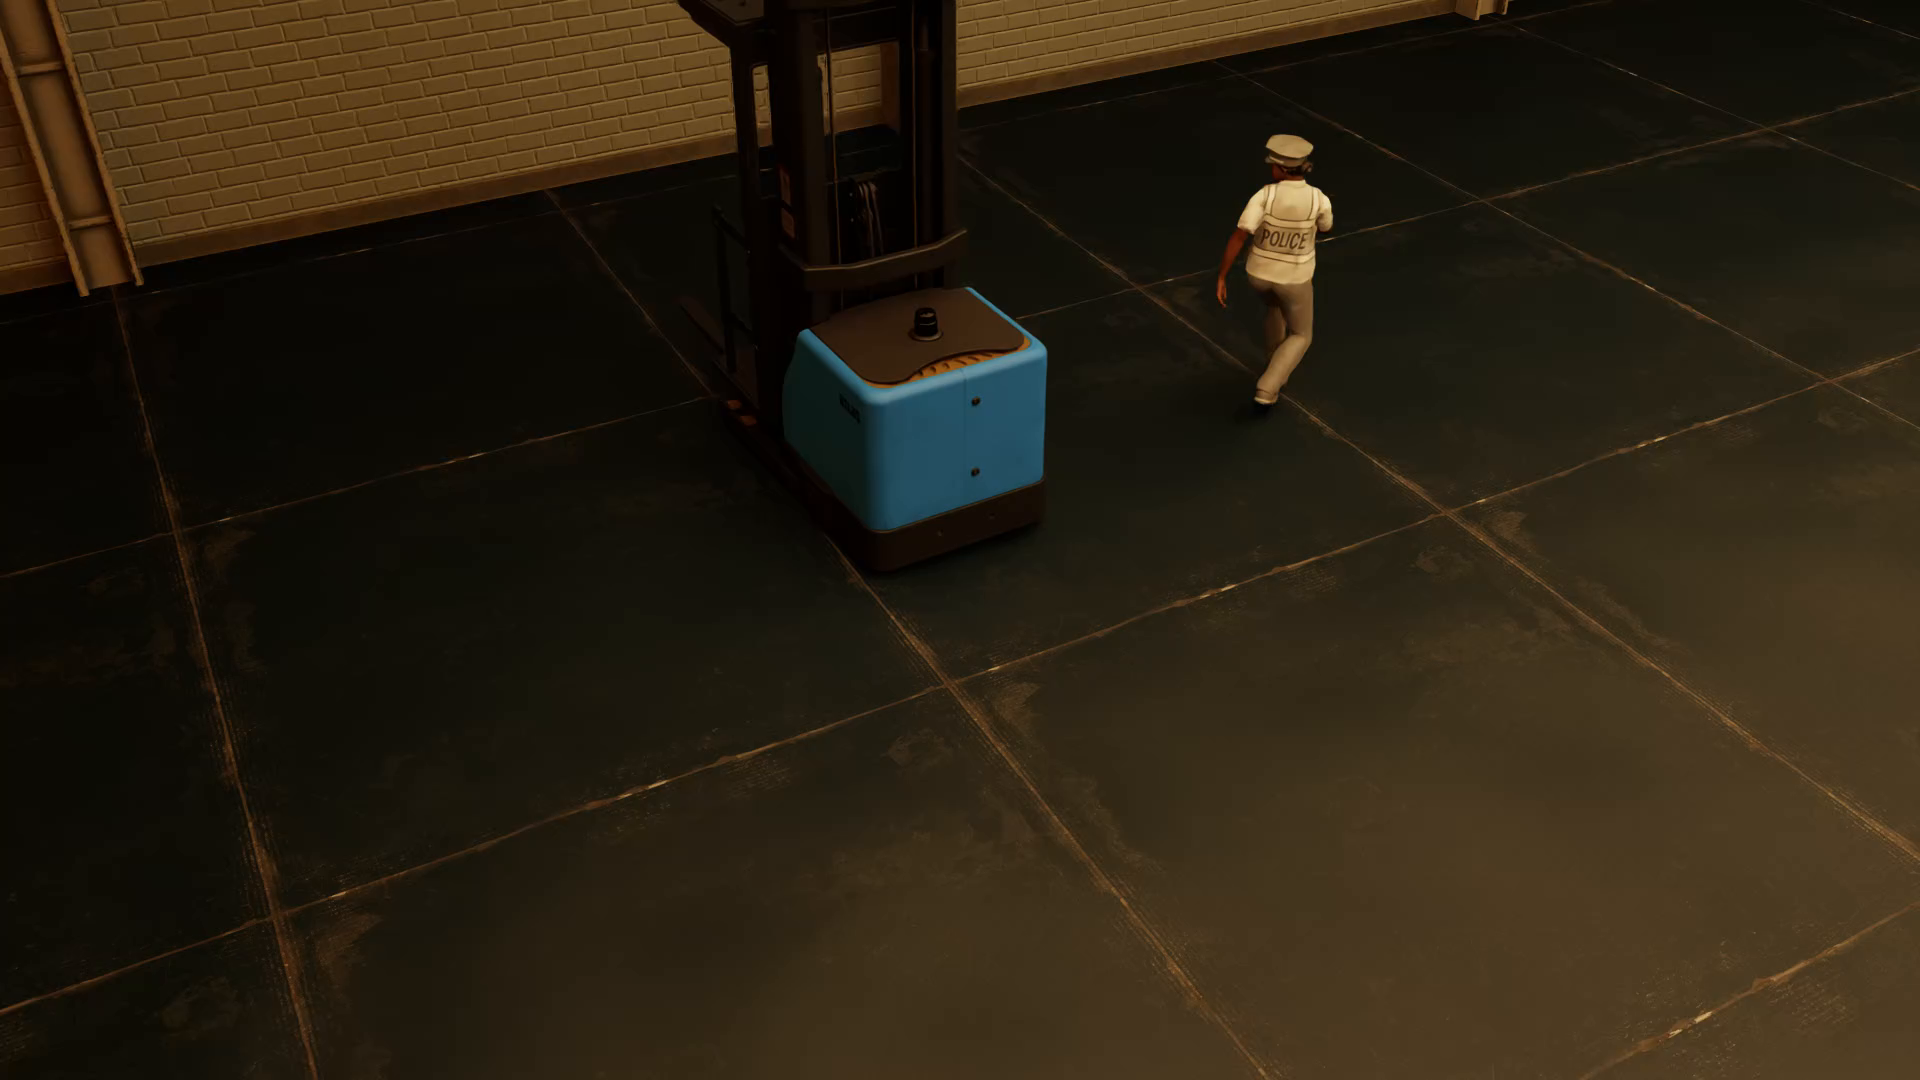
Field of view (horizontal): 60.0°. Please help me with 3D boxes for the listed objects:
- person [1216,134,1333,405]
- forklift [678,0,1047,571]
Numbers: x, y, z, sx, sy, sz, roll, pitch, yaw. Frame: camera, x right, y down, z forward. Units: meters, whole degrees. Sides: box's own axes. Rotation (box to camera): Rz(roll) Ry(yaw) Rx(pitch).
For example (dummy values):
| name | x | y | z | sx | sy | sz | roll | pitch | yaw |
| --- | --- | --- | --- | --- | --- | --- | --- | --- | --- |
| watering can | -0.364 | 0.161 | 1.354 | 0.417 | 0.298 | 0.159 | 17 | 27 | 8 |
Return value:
| name | x | y | z | sx | sy | sz | roll | pitch | yaw |
| --- | --- | --- | --- | --- | --- | --- | --- | --- | --- |
| person | 1.817 | -1.528 | 9.488 | 0.493 | 1.583 | 0.821 | 17 | 39 | 22 |
| forklift | -0.725 | -1.866 | 8.763 | 1.130 | 2.935 | 3.031 | -18 | 39 | -24 |
